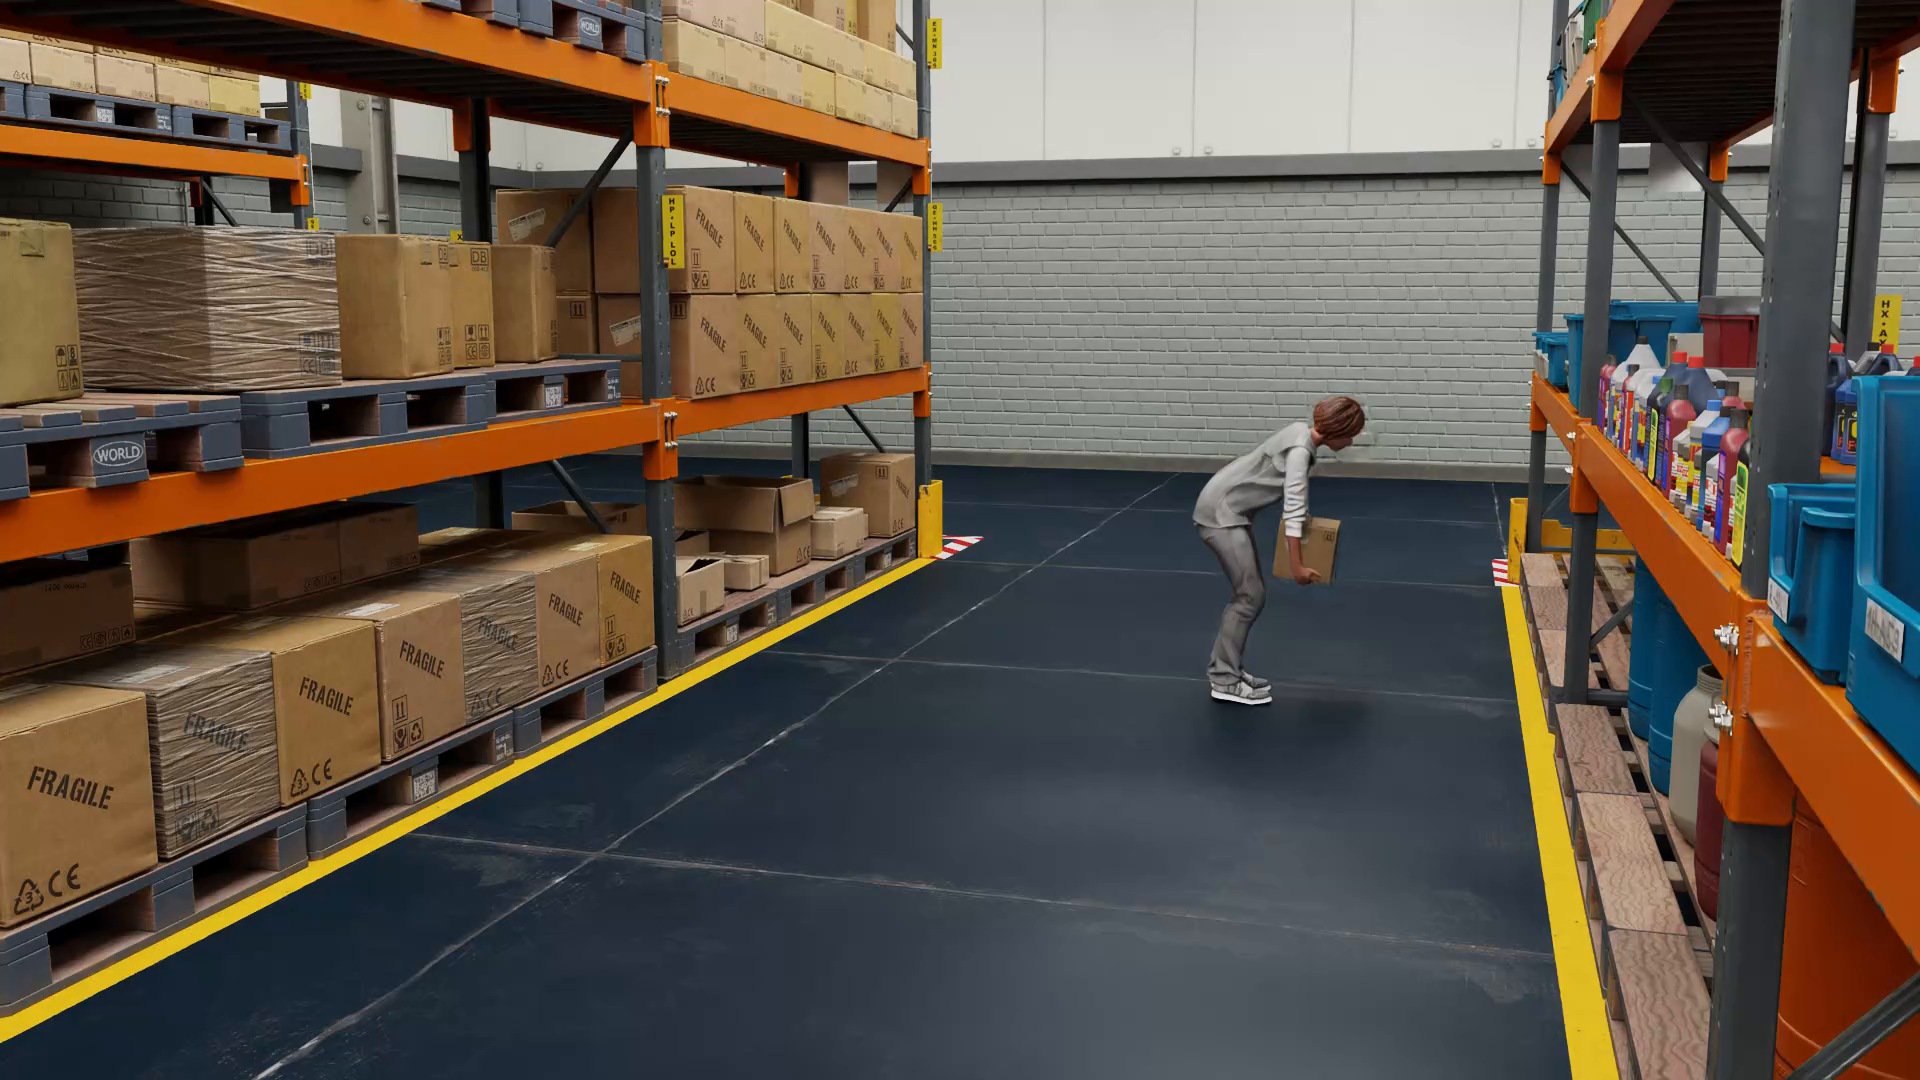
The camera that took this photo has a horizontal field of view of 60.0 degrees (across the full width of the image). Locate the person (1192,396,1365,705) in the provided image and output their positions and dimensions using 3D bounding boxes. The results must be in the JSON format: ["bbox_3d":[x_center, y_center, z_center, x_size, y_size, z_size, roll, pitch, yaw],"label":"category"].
[{"bbox_3d":[1.399,0.041,7.383,0.737,1.370,0.374,2,9,15],"label":"person"}]
